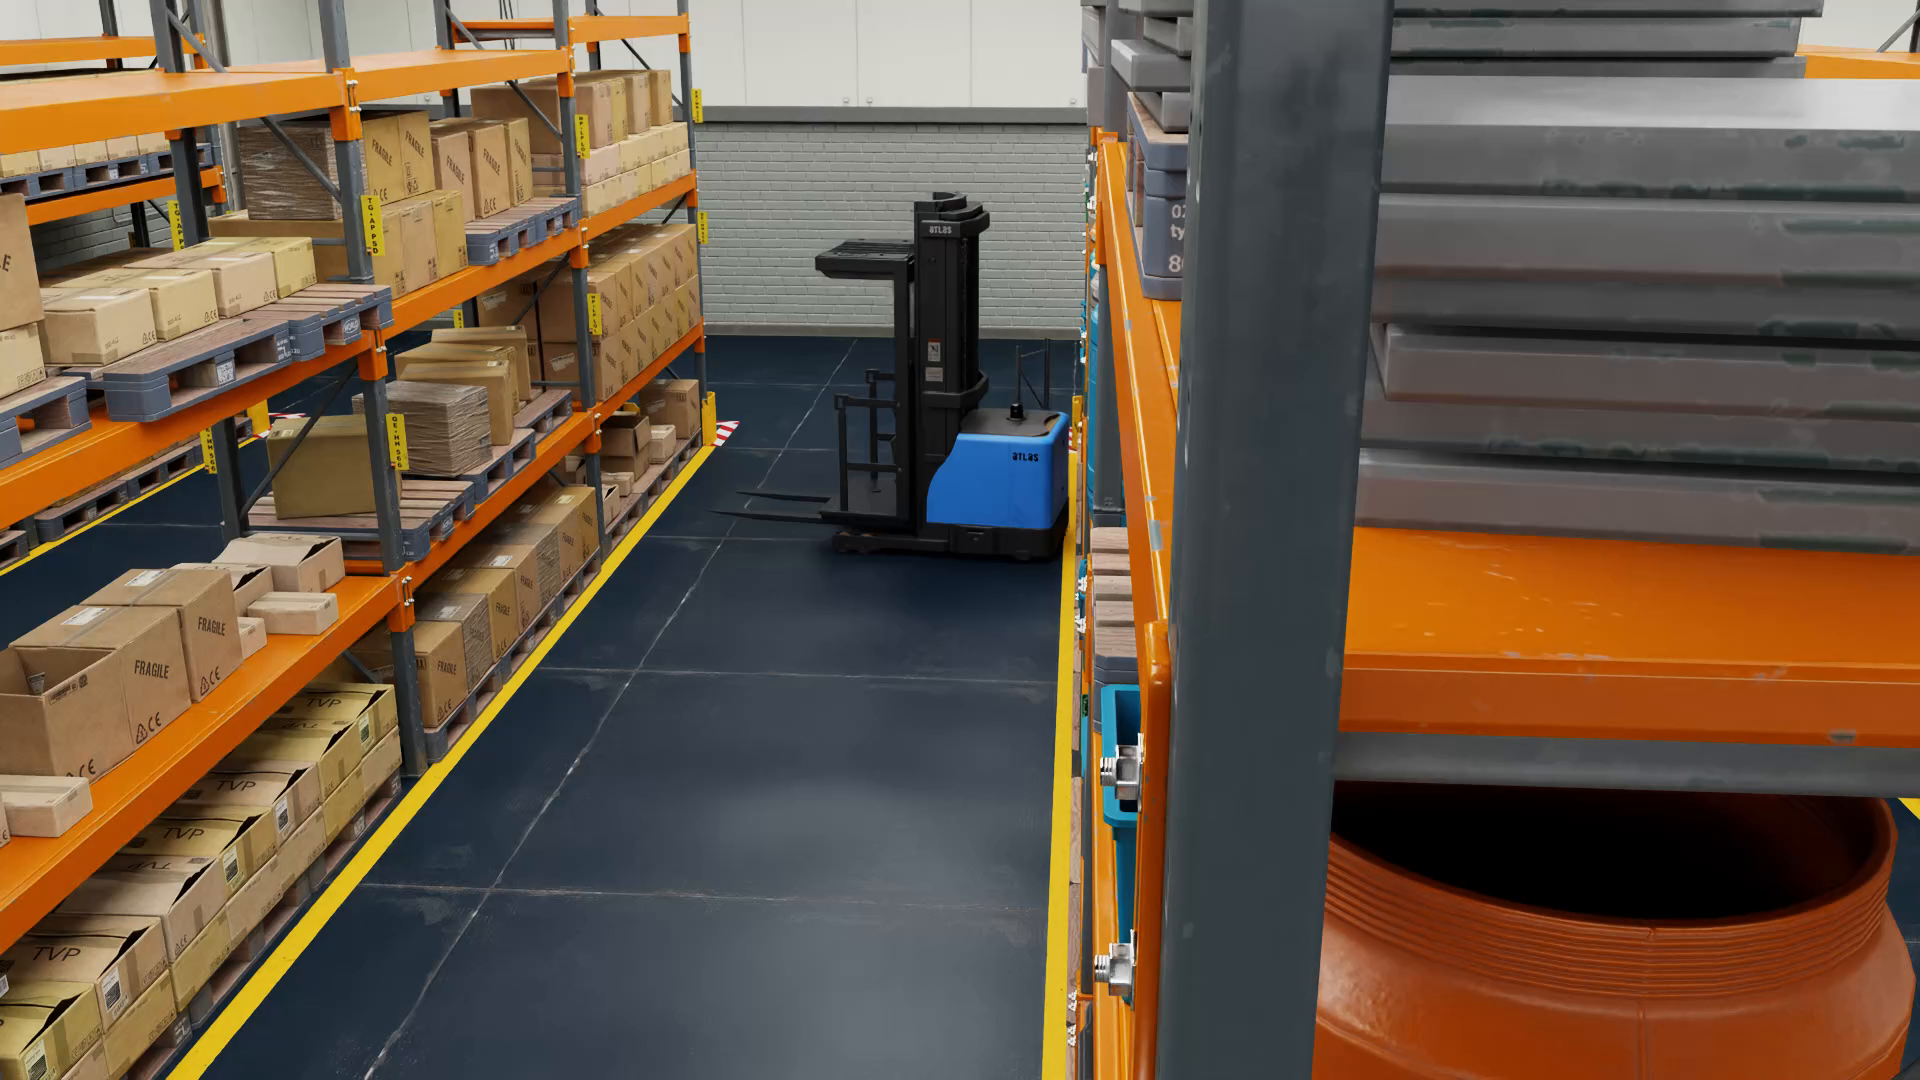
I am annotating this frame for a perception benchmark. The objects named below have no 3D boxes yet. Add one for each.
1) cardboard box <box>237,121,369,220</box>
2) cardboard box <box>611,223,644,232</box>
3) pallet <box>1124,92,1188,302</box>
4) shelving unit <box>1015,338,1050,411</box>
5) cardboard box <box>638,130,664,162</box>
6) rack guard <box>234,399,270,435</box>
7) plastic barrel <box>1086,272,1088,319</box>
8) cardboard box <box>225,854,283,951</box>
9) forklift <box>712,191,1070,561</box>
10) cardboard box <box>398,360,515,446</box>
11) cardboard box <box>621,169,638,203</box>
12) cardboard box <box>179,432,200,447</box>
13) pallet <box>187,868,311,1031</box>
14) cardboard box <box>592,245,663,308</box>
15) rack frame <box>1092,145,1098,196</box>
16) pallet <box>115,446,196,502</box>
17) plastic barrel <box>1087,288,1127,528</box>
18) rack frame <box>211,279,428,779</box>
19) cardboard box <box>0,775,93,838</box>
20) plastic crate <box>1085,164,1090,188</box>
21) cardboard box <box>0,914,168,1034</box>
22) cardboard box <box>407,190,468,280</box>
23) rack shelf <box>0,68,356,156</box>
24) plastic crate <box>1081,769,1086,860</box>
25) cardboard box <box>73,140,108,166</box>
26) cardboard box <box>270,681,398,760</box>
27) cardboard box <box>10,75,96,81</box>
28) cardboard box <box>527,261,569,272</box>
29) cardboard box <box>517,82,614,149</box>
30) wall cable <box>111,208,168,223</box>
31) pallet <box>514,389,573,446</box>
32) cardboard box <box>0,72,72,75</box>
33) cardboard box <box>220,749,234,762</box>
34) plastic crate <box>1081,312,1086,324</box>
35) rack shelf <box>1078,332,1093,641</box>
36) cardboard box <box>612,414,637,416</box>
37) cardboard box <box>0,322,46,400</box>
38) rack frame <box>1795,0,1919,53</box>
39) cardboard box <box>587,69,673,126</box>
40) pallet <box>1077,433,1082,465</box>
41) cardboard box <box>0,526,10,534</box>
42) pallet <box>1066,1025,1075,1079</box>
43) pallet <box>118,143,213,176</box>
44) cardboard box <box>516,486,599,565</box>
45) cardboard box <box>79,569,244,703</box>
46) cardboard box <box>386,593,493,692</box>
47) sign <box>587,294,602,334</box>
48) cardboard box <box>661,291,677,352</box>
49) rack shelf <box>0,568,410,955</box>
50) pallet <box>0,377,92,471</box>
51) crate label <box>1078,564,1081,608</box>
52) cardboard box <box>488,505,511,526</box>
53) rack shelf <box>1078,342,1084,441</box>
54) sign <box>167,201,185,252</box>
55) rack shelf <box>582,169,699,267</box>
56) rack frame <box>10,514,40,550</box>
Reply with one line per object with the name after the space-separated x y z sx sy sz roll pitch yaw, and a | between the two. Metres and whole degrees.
-3.710 -2.099 9.429 0.500 0.500 0.500 1 18 4 | cardboard box
-3.469 -2.891 16.663 0.500 0.500 0.500 2 18 6 | cardboard box
0.790 -0.596 2.737 1.003 0.211 1.213 1 18 4 | pallet
0.253 -1.179 15.611 1.083 1.500 0.587 14 23 36 | shelving unit
-3.031 -3.617 15.264 0.500 0.250 0.500 1 18 4 | cardboard box
-8.113 -1.430 17.983 1.175 0.500 0.348 1 18 4 | rack guard
0.865 -1.293 8.556 0.421 0.512 0.421 0 18 0 | plastic barrel
-3.648 1.736 8.049 0.500 0.250 0.500 2 18 5 | cardboard box
-0.614 -1.434 14.091 3.031 2.935 1.130 4 19 11 | forklift
-3.526 -0.955 11.686 0.700 0.500 0.500 -3 18 -10 | cardboard box
-3.102 -3.068 14.394 0.500 0.250 0.500 1 18 4 | cardboard box
-8.101 -1.247 16.751 0.700 0.500 0.500 1 18 4 | cardboard box
-3.935 1.942 8.158 1.003 0.211 1.213 1 18 4 | pallet
-3.036 -2.401 15.168 0.500 0.500 0.500 2 18 6 | cardboard box
1.193 -2.755 8.380 1.000 3.000 0.127 1 18 4 | rack frame
-8.184 -0.657 16.089 1.003 0.211 1.213 1 18 4 | pallet
0.726 -0.488 5.474 0.600 0.901 0.708 1 18 4 | plastic barrel
-3.747 -0.016 9.655 1.000 3.000 0.127 1 18 4 | rack frame
-3.767 1.075 6.728 0.380 0.149 0.250 1 18 4 | cardboard box
1.300 -3.077 14.368 0.437 0.282 0.530 1 18 4 | plastic crate
-3.715 1.789 6.988 0.500 0.311 0.500 1 18 3 | cardboard box
-3.676 -1.945 10.564 0.910 0.500 0.500 1 18 4 | cardboard box
-3.891 -1.714 6.999 1.077 0.370 4.000 1 18 4 | rack shelf
0.636 1.150 5.992 0.402 0.464 0.583 1 18 4 | plastic crate
-8.009 -3.495 14.861 0.500 0.250 0.500 1 18 2 | cardboard box
-3.539 0.993 9.417 0.500 0.311 0.500 2 18 5 | cardboard box
-8.010 -3.854 14.751 0.500 0.500 0.500 1 18 4 | cardboard box
-3.648 -2.103 14.257 0.500 0.500 0.500 1 18 3 | cardboard box
-3.286 -3.510 13.735 0.700 0.500 0.500 1 18 4 | cardboard box
-8.967 -3.512 18.691 0.084 1.984 1.851 1 18 4 | wall cable
-3.627 -0.921 12.726 1.003 0.211 1.213 1 18 4 | pallet
-8.489 -4.026 15.276 0.500 0.500 0.500 1 18 4 | cardboard box
-4.107 1.144 8.955 0.500 0.311 0.500 1 18 3 | cardboard box
1.373 -2.064 16.078 0.416 0.233 0.300 1 18 4 | plastic crate
1.050 -0.367 7.063 1.077 0.370 4.000 1 18 4 | rack shelf
-3.532 -1.085 16.627 0.500 0.250 0.500 1 18 4 | cardboard box
-3.944 -0.689 6.458 0.500 0.250 0.500 0 18 -1 | cardboard box
6.420 -3.887 11.833 1.000 3.000 0.127 1 18 4 | rack frame
-3.194 -4.289 16.111 0.700 0.500 0.500 1 18 4 | cardboard box
1.669 -0.809 16.552 1.003 0.211 1.213 1 18 4 | pallet
-8.319 -0.341 13.424 0.750 0.750 0.750 1 18 5 | cardboard box
0.924 2.418 6.703 1.003 0.211 1.213 1 18 4 | pallet
-8.158 -3.763 16.414 1.003 0.211 1.213 1 18 4 | pallet
-3.210 -0.120 13.279 0.500 0.500 0.500 1 18 4 | cardboard box
-3.851 0.458 8.048 0.500 0.500 0.500 0 18 1 | cardboard box
-3.398 0.665 10.884 0.500 0.500 0.500 1 18 2 | cardboard box
-2.907 -1.797 13.231 0.100 0.325 0.005 1 18 4 | sign
-3.009 -2.087 15.814 0.500 0.500 0.500 1 18 4 | cardboard box
-3.891 0.947 7.871 1.077 0.370 4.000 1 18 4 | rack shelf
-3.984 -0.382 6.263 0.805 0.209 1.217 1 18 2 | pallet
0.789 0.298 8.966 0.303 0.233 0.416 1 18 4 | crate label
-3.765 0.031 12.818 0.500 0.500 0.500 2 18 5 | cardboard box
1.623 -1.426 15.113 1.077 0.370 4.000 1 18 4 | rack shelf
-4.288 -1.700 9.146 0.100 0.325 0.005 1 18 4 | sign
-3.317 -2.963 14.987 1.077 0.370 4.000 1 18 4 | rack shelf
-8.402 -1.368 13.780 1.000 3.000 0.127 1 18 4 | rack frame
